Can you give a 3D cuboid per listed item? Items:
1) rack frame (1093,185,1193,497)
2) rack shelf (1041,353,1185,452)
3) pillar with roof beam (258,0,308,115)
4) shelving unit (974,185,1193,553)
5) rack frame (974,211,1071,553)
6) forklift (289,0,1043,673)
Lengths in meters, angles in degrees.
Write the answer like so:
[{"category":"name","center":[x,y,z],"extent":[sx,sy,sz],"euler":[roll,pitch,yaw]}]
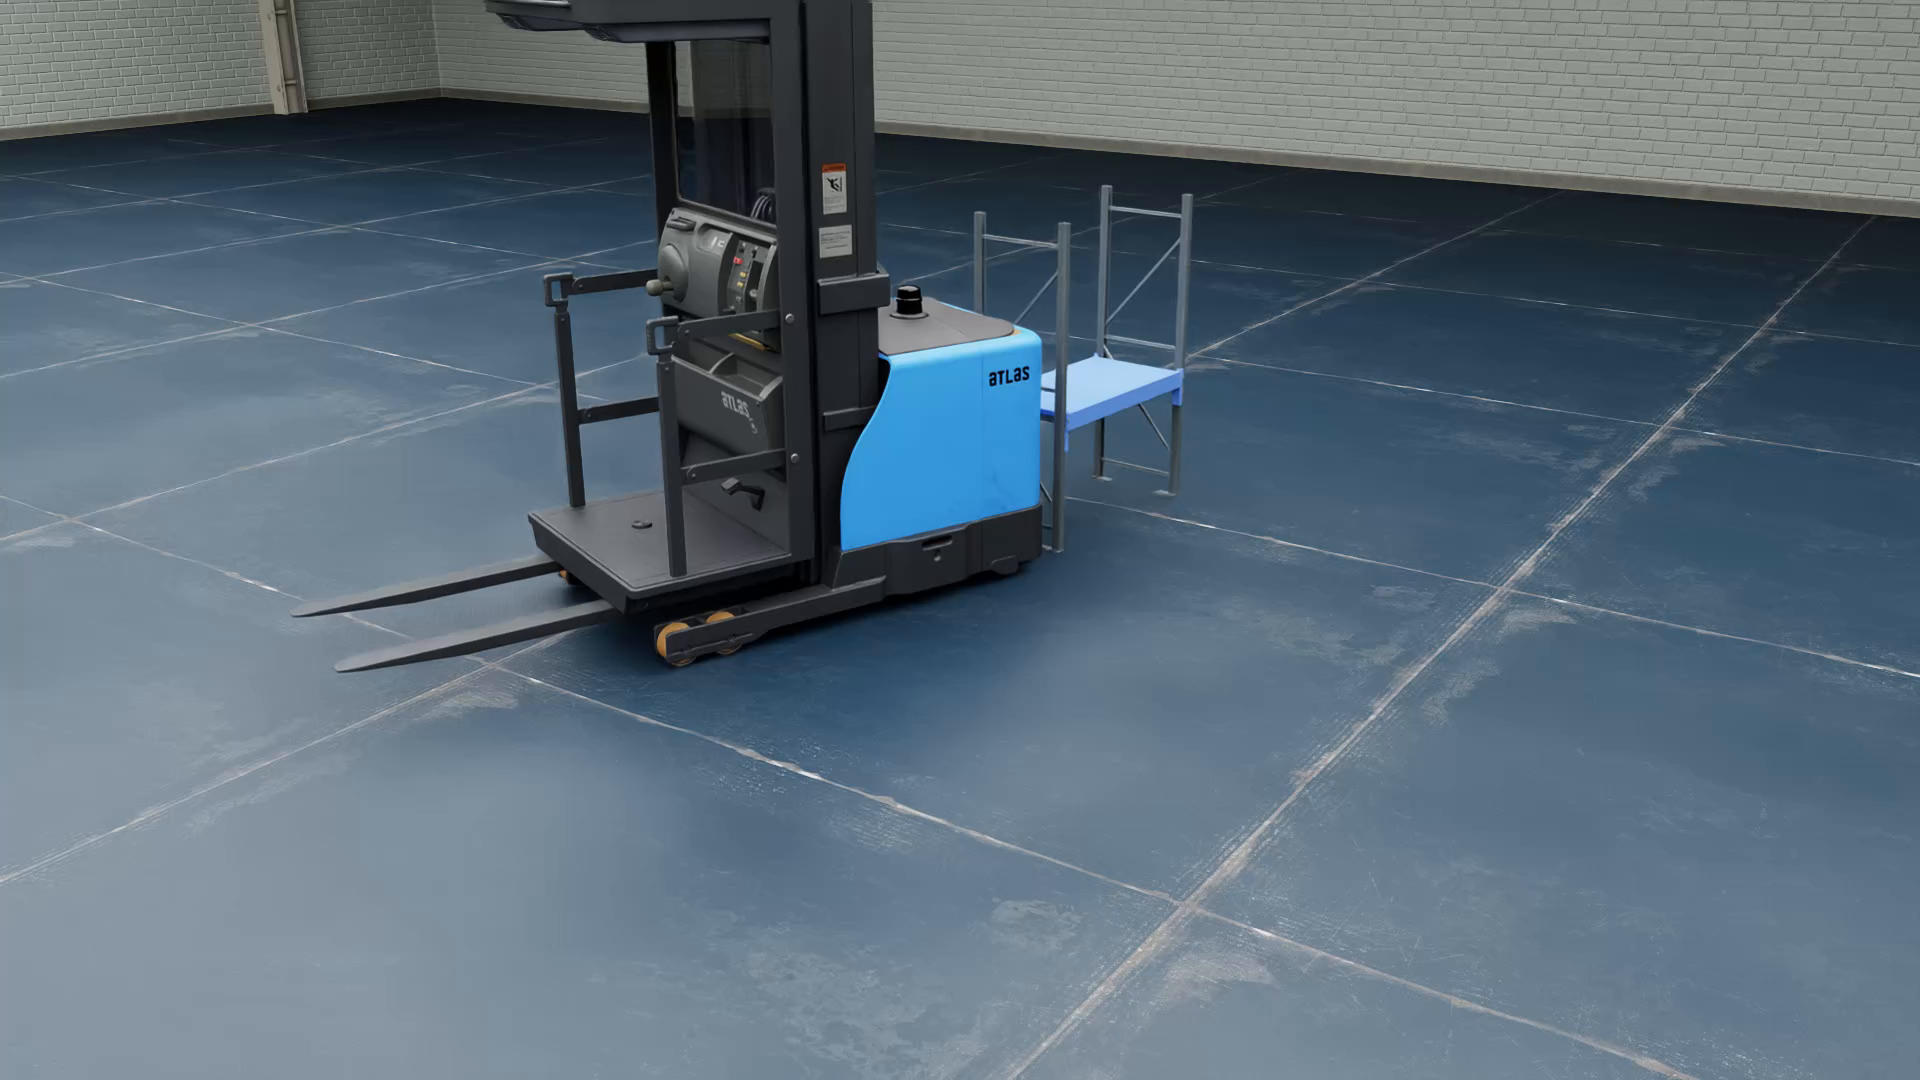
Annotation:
[{"category":"rack frame","center":[0.896,-0.977,8.245],"extent":[0.500,1.500,0.032],"euler":[15,25,35]},{"category":"rack shelf","center":[0.582,-0.670,7.932],"extent":[0.538,0.185,1.000],"euler":[15,25,35]},{"category":"pillar with roof beam","center":[-6.665,-9.911,21.588],"extent":[9.100,9.000,0.400],"euler":[13,24,32]},{"category":"shelving unit","center":[0.582,-0.838,7.870],"extent":[0.538,1.500,1.048],"euler":[15,25,35]},{"category":"rack frame","center":[0.268,-0.700,7.495],"extent":[0.500,1.500,0.032],"euler":[15,25,35]},{"category":"forklift","center":[-1.139,-1.094,6.498],"extent":[3.031,2.935,1.130],"euler":[-13,24,-32]}]
